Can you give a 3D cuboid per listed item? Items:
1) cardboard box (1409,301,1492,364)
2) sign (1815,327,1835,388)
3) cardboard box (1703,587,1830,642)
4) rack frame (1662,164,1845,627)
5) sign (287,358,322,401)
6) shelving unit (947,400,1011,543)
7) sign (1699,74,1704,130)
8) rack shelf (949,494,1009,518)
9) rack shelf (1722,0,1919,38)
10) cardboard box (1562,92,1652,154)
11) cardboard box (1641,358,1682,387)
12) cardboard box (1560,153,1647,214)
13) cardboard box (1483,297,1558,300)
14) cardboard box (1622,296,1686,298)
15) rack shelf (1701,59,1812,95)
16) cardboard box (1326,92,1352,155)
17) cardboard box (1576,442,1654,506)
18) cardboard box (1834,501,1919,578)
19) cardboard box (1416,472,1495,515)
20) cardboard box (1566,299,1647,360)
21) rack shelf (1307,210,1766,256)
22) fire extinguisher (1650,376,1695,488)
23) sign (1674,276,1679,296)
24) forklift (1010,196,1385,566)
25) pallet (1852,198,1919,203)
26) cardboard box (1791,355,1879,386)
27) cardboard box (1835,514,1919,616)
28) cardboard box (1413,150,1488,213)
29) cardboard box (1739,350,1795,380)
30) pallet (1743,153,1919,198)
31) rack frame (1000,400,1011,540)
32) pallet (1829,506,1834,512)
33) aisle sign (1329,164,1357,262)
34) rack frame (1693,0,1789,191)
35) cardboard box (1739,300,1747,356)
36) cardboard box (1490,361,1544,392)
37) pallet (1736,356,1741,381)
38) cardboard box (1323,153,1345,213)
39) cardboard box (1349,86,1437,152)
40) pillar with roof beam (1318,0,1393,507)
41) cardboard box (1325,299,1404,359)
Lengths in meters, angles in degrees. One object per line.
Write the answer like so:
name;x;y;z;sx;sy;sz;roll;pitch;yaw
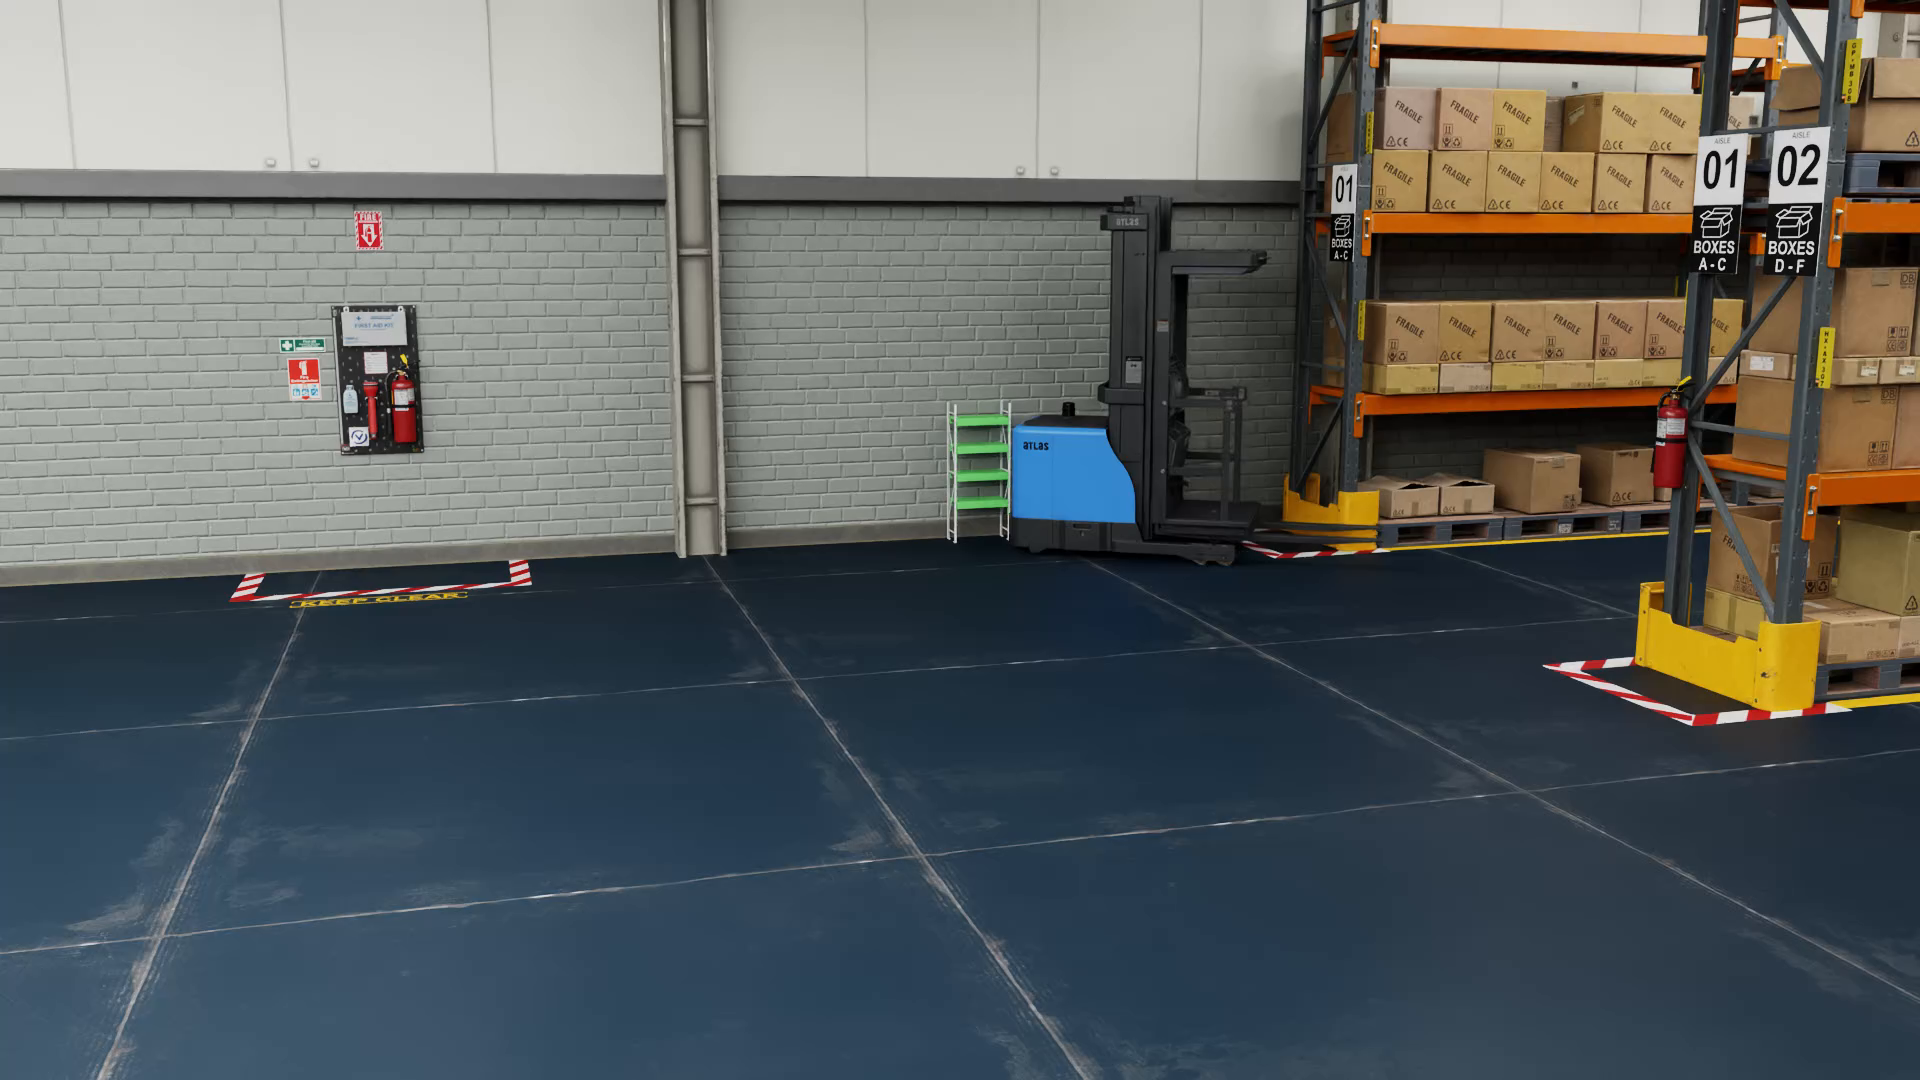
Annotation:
cardboard box;4.179;-1.783;14.233;0.500;0.500;0.500;-3;11;-16
sign;4.696;-0.990;9.027;0.005;0.325;0.100;-3;11;-16
cardboard box;4.979;0.446;10.275;0.500;0.250;0.500;-3;11;-16
rack frame;4.547;-0.622;9.638;0.127;3.000;1.000;-3;11;-16
sign;-5.115;-1.254;12.974;0.234;0.329;0.001;-3;11;-16
shelving unit;0.162;-0.597;14.476;0.503;1.200;0.258;-3;11;-16
sign;4.409;-2.588;9.810;0.005;0.325;0.100;-3;11;-16
rack shelf;0.162;-0.298;14.531;0.480;0.148;0.258;-3;11;-16
rack shelf;6.467;-3.123;9.746;4.000;0.370;1.077;-3;11;-16
cardboard box;5.572;-3.581;14.334;0.500;0.500;0.500;-3;11;-18
cardboard box;6.149;-1.521;14.881;0.500;0.250;0.500;-3;11;-16
cardboard box;5.573;-3.093;14.445;0.500;0.500;0.500;-3;11;-18
cardboard box;5.017;-1.924;15.003;0.500;0.500;0.500;-3;11;-15
cardboard box;6.490;-2.002;15.426;0.500;0.500;0.500;-3;11;-17
rack shelf;8.920;-4.186;15.522;4.000;0.370;1.077;-3;11;-16
cardboard box;3.500;-3.576;14.307;0.500;0.500;0.500;-3;11;-13
cardboard box;6.014;-0.613;15.278;0.500;0.500;0.500;-4;11;-20
cardboard box;5.935;0.023;10.498;0.500;0.500;0.500;-3;11;-16
cardboard box;4.396;-0.425;14.780;0.500;0.311;0.500;-2;11;-11
cardboard box;5.668;-1.862;14.665;0.500;0.500;0.500;-3;11;-18
rack shelf;5.079;-2.705;14.658;4.000;0.370;1.077;-3;11;-16
fire extinguisher;4.304;-0.658;10.051;0.183;0.674;0.296;-3;11;-16
sign;6.841;-2.351;15.833;0.005;0.325;0.100;-3;11;-16
forklift;1.998;-1.341;13.733;3.031;2.935;1.130;3;11;15
pallet;8.617;-3.134;15.517;1.003;0.211;1.213;-3;11;-16
cardboard box;4.984;-0.972;9.475;0.250;0.149;0.380;-3;11;-16
cardboard box;5.604;0.141;9.858;0.500;0.500;0.500;-3;11;-16
cardboard box;4.075;-3.011;14.002;0.500;0.500;0.500;-2;11;-12
cardboard box;4.861;-1.042;9.855;0.250;0.149;0.380;-3;11;-17
pallet;5.233;-2.085;9.544;1.213;0.211;1.003;-3;11;-16
rack frame;0.396;-0.610;14.545;0.015;1.200;0.240;-3;11;-16
pallet;8.920;-0.416;16.221;1.213;0.211;1.003;-3;11;-16
aisle sign;3.174;-2.705;13.776;0.004;0.787;0.394;-3;11;-16
rack frame;6.999;-4.635;14.871;0.127;3.000;1.000;-3;11;-16
cardboard box;7.498;-1.970;15.473;0.500;0.500;0.700;-3;11;-16
cardboard box;4.702;-1.442;14.451;0.500;0.250;0.500;-3;11;-17
pallet;7.774;-1.604;15.504;1.213;0.211;1.003;-3;11;-16
cardboard box;3.489;-3.082;14.386;0.500;0.500;0.500;-2;11;-12
cardboard box;3.597;-3.486;13.818;0.500;0.500;0.500;-4;11;-20
pillar with roof beam;4.792;-3.870;10.716;0.400;9.000;9.100;-3;11;-16
cardboard box;3.552;-1.848;14.589;0.500;0.500;0.500;-3;11;-17
